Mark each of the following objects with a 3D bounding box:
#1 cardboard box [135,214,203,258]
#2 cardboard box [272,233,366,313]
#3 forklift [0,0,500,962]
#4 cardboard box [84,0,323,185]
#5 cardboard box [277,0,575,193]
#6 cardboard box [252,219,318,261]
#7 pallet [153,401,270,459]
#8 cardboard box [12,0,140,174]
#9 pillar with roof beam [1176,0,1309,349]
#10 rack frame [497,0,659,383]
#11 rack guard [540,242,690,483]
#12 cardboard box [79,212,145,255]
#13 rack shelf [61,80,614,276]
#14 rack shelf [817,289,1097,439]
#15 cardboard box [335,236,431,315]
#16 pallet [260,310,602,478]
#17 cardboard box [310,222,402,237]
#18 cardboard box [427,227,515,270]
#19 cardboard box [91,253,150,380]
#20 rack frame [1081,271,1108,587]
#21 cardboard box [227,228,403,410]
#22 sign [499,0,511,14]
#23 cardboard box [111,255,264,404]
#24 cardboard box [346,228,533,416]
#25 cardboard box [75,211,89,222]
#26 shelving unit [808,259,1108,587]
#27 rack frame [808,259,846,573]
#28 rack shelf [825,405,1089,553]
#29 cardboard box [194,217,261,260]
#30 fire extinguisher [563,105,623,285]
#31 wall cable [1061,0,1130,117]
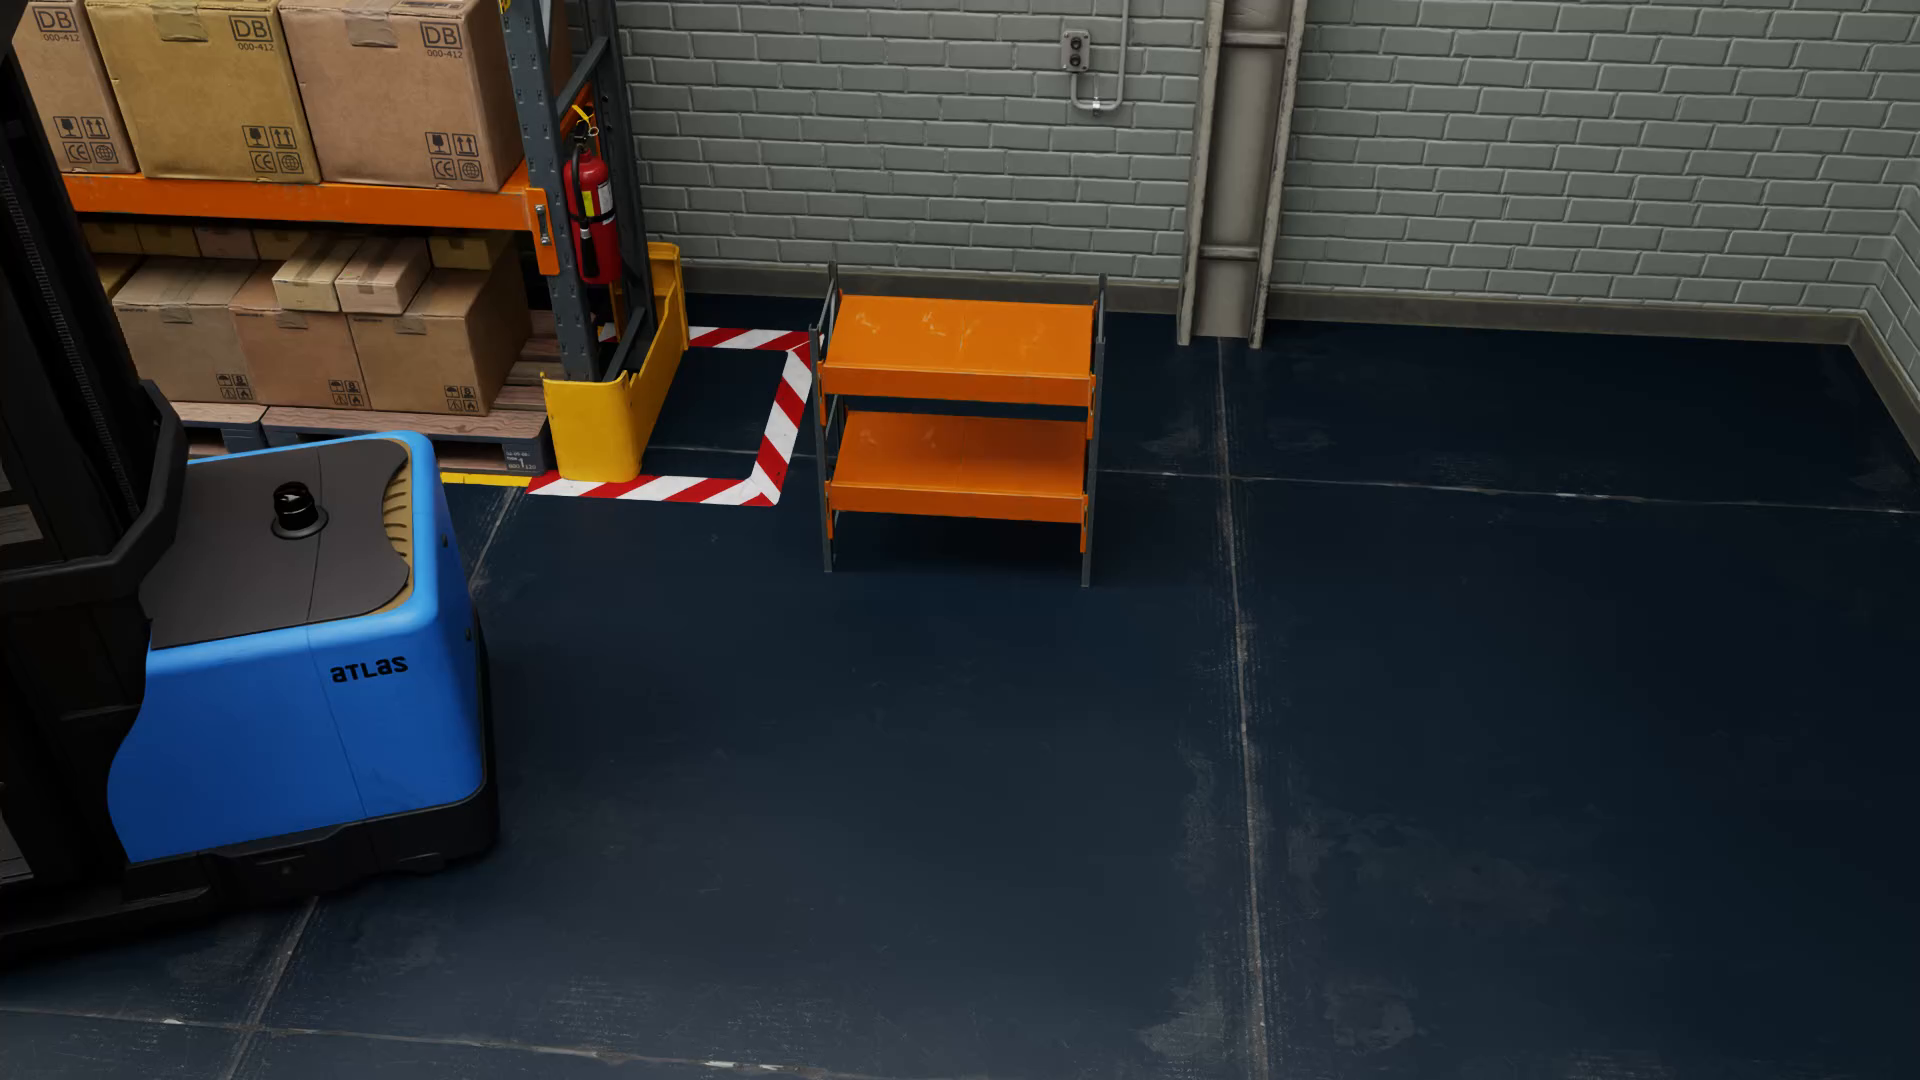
[{"bbox_3d":[-3.349,-1.387,7.211,0.250,0.149,0.380,4,39,4],"label":"cardboard box"},{"bbox_3d":[-2.626,-1.106,6.866,0.250,0.149,0.380,4,39,5],"label":"cardboard box"},{"bbox_3d":[-3.088,-0.151,4.614,3.031,2.935,1.130,-10,40,-12],"label":"forklift"},{"bbox_3d":[-2.757,-1.950,6.532,0.700,0.700,0.980,3,39,3],"label":"cardboard box"},{"bbox_3d":[-2.031,-1.917,6.492,0.700,0.700,0.980,5,39,6],"label":"cardboard box"},{"bbox_3d":[-2.840,-1.360,7.178,0.250,0.149,0.380,3,39,4],"label":"cardboard box"},{"bbox_3d":[-3.537,-0.760,7.517,1.213,0.211,1.003,3,39,4],"label":"pallet"},{"bbox_3d":[-3.516,-1.997,6.590,0.700,0.700,0.980,1,39,2],"label":"cardboard box"},{"bbox_3d":[0.871,-1.796,1.828,0.400,9.000,9.100,3,39,4],"label":"pillar with roof beam"},{"bbox_3d":[-1.522,-1.779,6.560,0.127,3.000,1.000,3,39,4],"label":"rack frame"},{"bbox_3d":[-1.498,-0.809,7.347,0.348,0.500,1.175,3,39,4],"label":"rack guard"},{"bbox_3d":[-3.602,-1.401,7.228,0.250,0.149,0.380,2,39,3],"label":"cardboard box"},{"bbox_3d":[-3.515,-1.609,6.921,4.000,0.370,1.077,3,39,4],"label":"rack shelf"},{"bbox_3d":[0.007,-0.663,6.210,1.000,0.278,0.538,3,39,4],"label":"rack shelf"},{"bbox_3d":[-2.372,-1.092,6.849,0.250,0.149,0.380,3,39,3],"label":"cardboard box"},{"bbox_3d":[-2.325,-0.692,7.433,1.213,0.211,1.003,3,39,4],"label":"pallet"},{"bbox_3d":[-2.591,-1.346,7.161,0.250,0.149,0.380,3,39,4],"label":"cardboard box"},{"bbox_3d":[-2.086,-1.319,7.128,0.250,0.149,0.380,3,39,4],"label":"cardboard box"},{"bbox_3d":[-3.760,-1.027,7.283,0.500,0.500,0.700,4,39,5],"label":"cardboard box"},{"bbox_3d":[0.513,-0.408,6.360,0.032,1.125,0.500,3,39,4],"label":"rack frame"},{"bbox_3d":[-2.727,-0.975,7.220,0.500,0.500,0.700,3,39,4],"label":"cardboard box"},{"bbox_3d":[-1.583,-1.980,5.701,0.005,0.325,0.100,3,39,4],"label":"sign"},{"bbox_3d":[-3.228,-1.002,7.253,0.500,0.500,0.700,2,39,2],"label":"cardboard box"},{"bbox_3d":[-2.228,-0.948,7.186,0.500,0.500,0.700,3,39,4],"label":"cardboard box"},{"bbox_3d":[-3.859,-1.414,7.245,0.250,0.149,0.380,4,39,4],"label":"cardboard box"},{"bbox_3d":[0.007,-0.436,6.394,1.048,1.125,0.538,3,39,4],"label":"shelving unit"},{"bbox_3d":[-0.500,-0.464,6.428,0.032,1.125,0.500,3,39,4],"label":"rack frame"},{"bbox_3d":[0.007,-0.246,6.549,1.000,0.278,0.538,3,39,4],"label":"rack shelf"},{"bbox_3d":[-3.094,-1.373,7.194,0.250,0.149,0.380,4,39,4],"label":"cardboard box"},{"bbox_3d":[-1.412,-1.306,6.335,0.183,0.674,0.296,3,39,4],"label":"fire extinguisher"},{"bbox_3d":[-0.165,-2.699,6.885,1.851,1.984,0.084,3,39,4],"label":"wall cable"}]
